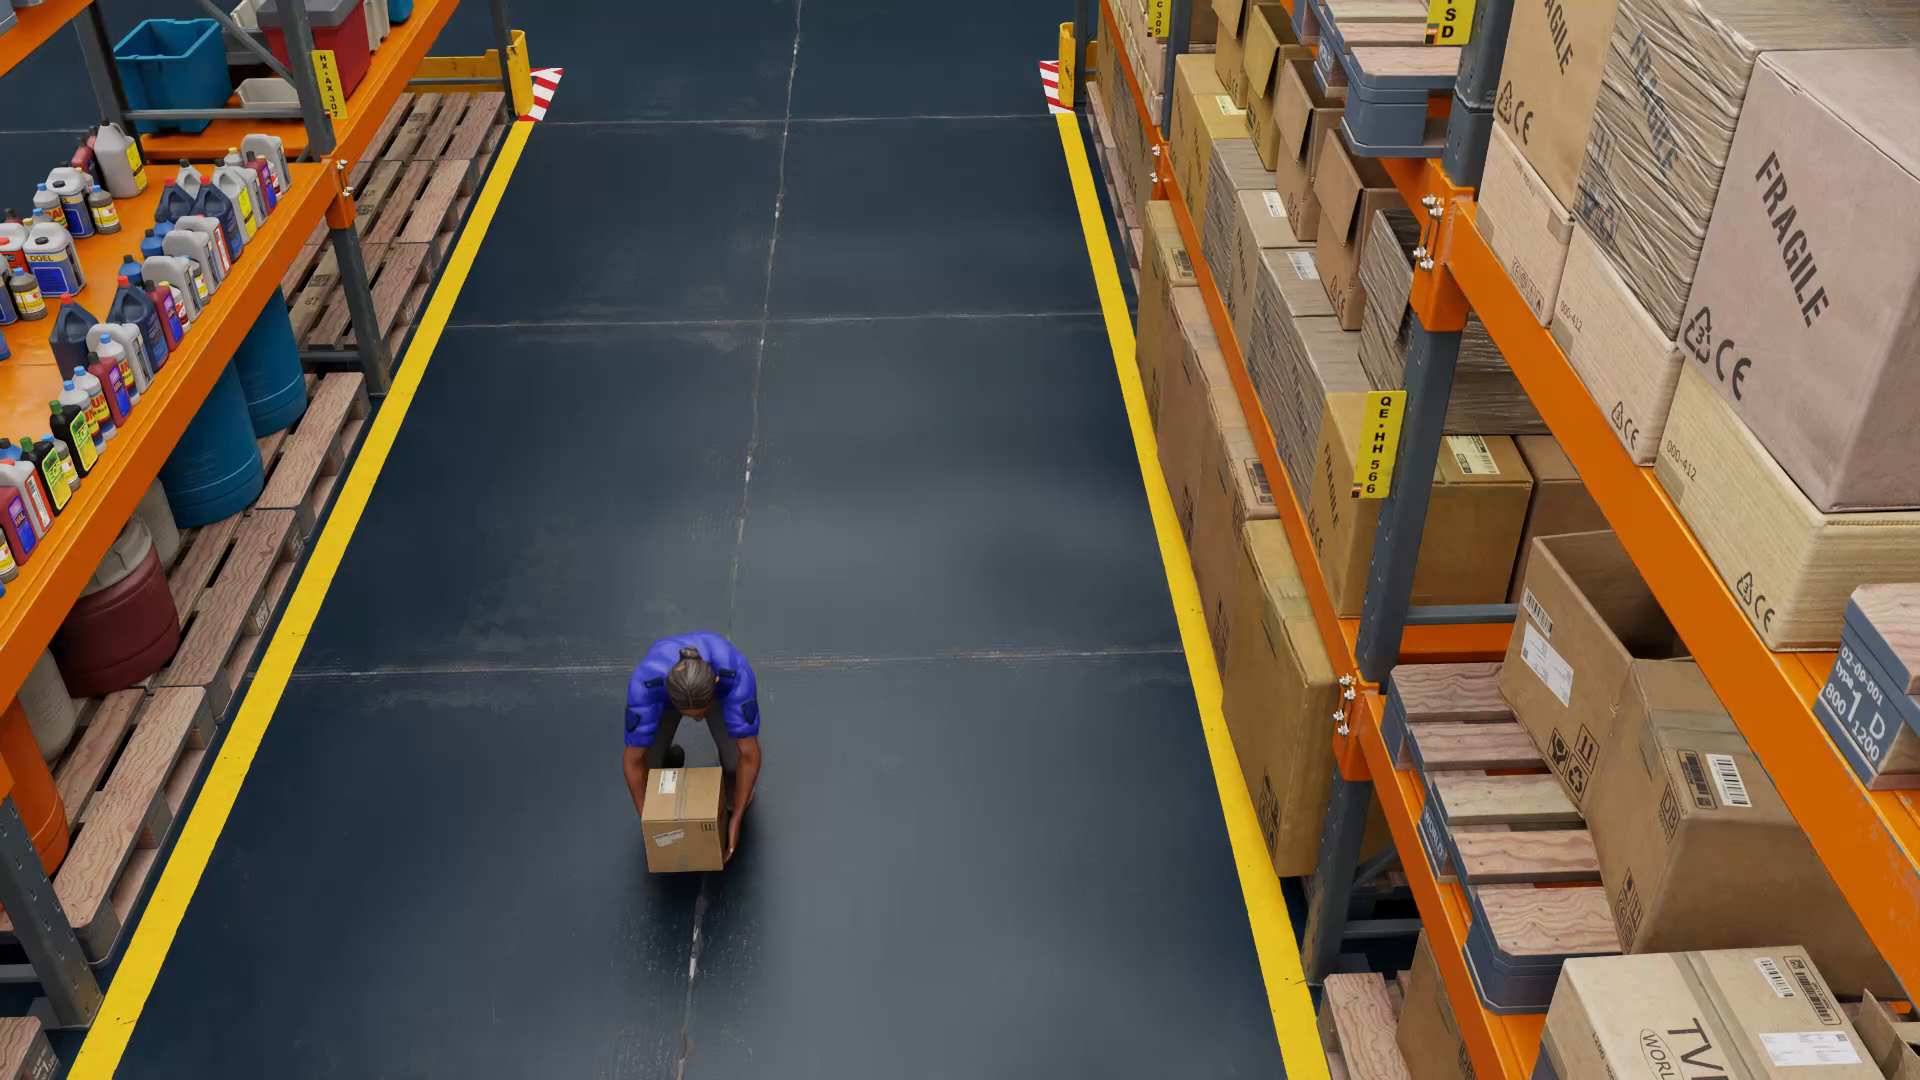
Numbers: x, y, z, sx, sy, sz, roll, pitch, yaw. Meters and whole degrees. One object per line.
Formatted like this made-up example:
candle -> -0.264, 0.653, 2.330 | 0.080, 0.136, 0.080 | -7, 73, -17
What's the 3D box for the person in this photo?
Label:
person -> -0.943, 0.645, 5.889 | 0.496, 0.921, 0.830 | -2, 35, -2
